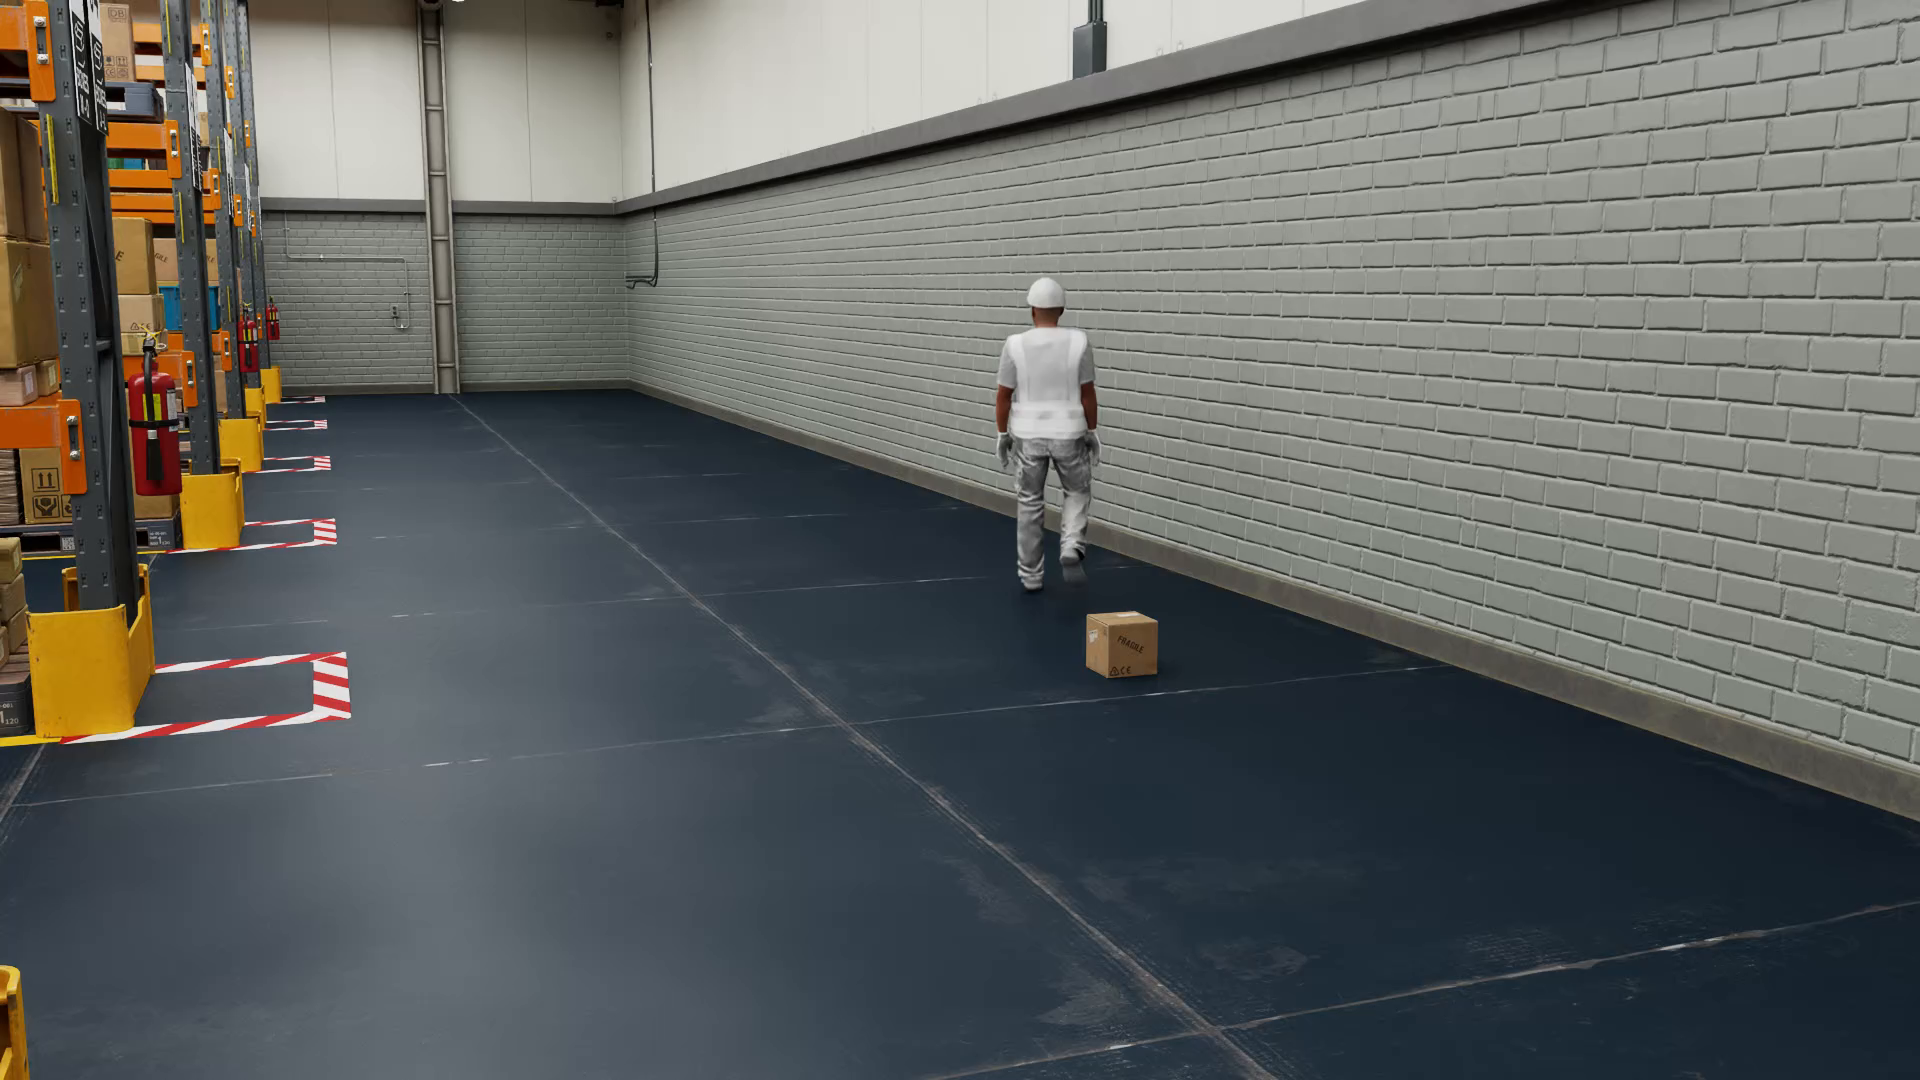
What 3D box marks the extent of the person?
[{"bbox_3d":[0.503,-0.590,9.448,0.600,1.781,0.634,0,9,2],"label":"person"}]
